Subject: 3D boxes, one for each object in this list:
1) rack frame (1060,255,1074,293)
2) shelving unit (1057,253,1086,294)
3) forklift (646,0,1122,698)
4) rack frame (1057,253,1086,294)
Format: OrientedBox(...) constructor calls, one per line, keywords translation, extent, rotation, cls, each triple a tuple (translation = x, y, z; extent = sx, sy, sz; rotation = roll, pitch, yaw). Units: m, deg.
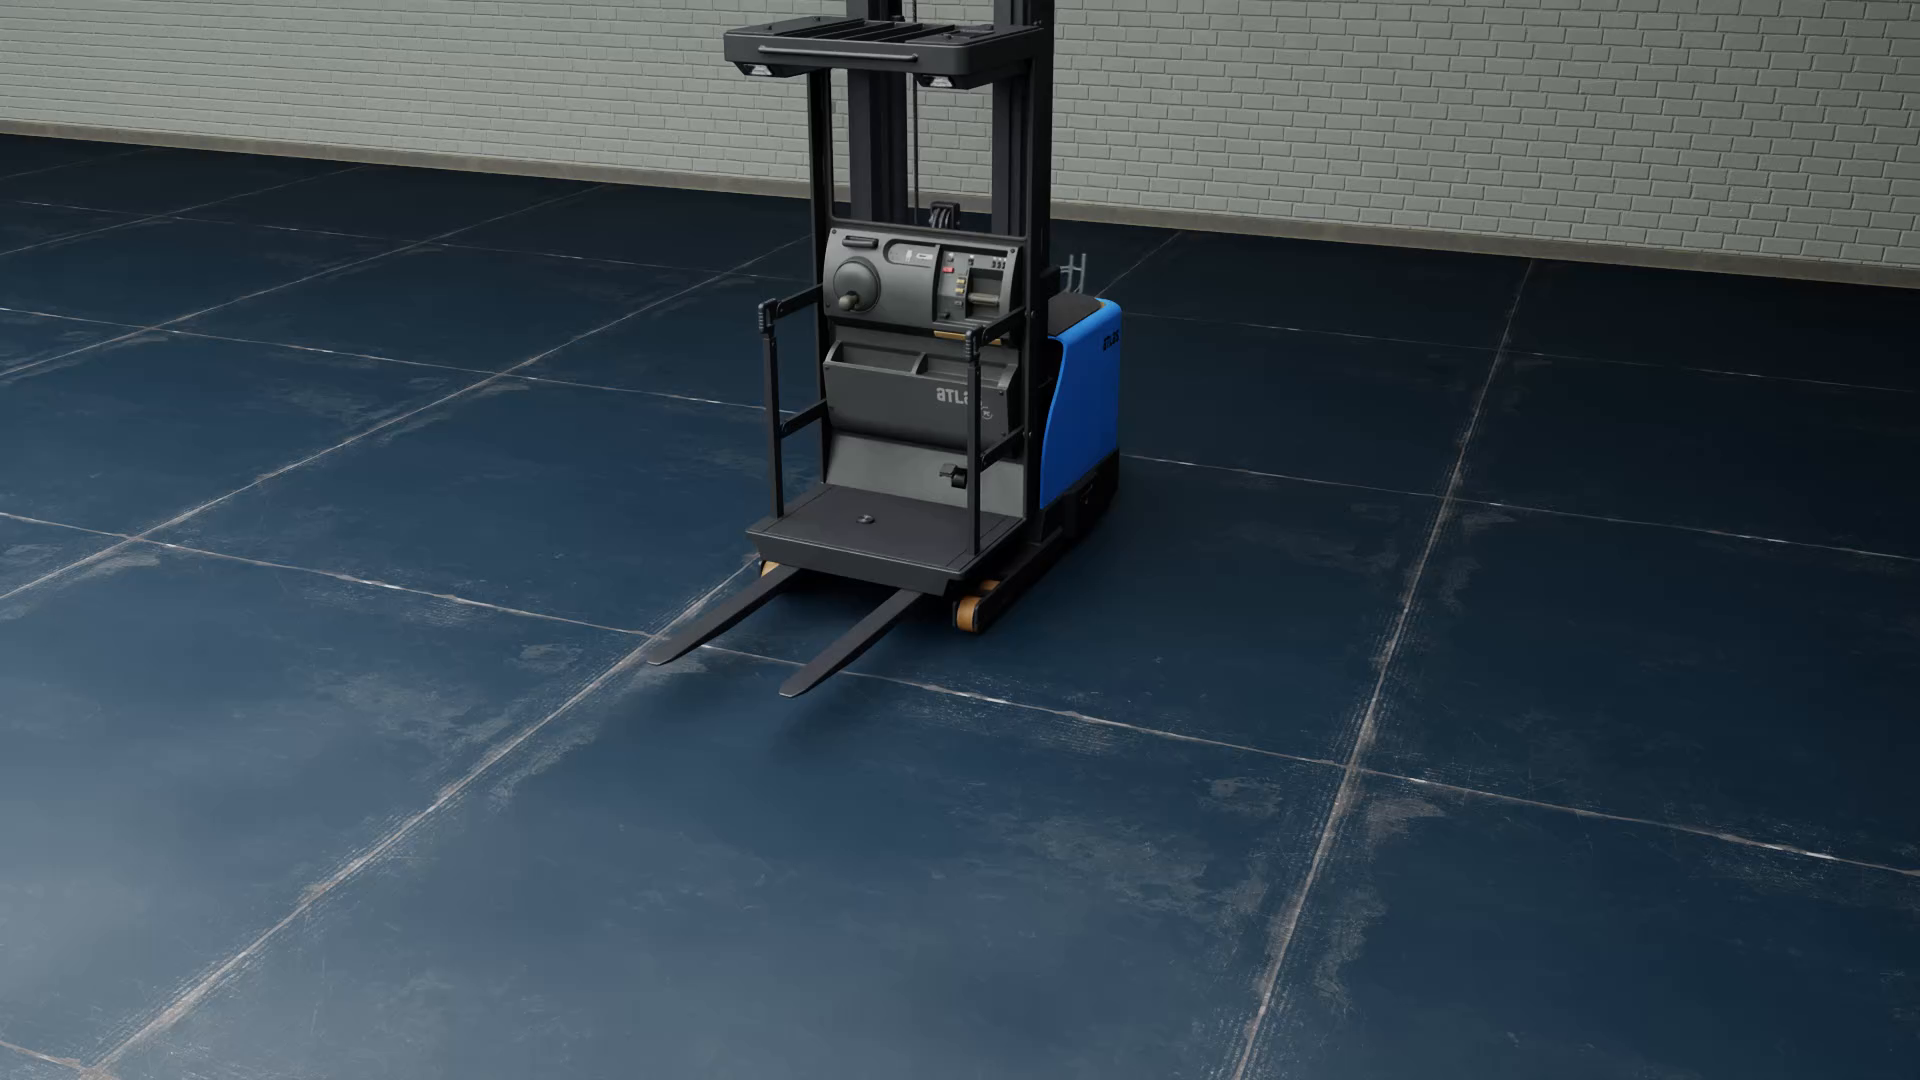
OrientedBox(translation=(0.442, -0.921, 8.839), extent=(0.240, 1.200, 0.006), rotation=(10, 15, 23), cls="rack frame")
OrientedBox(translation=(0.480, -0.939, 8.920), extent=(0.258, 1.200, 0.189), rotation=(10, 15, 23), cls="shelving unit")
OrientedBox(translation=(-0.272, -1.137, 7.168), extent=(1.130, 2.935, 3.031), rotation=(11, 25, 24), cls="forklift")
OrientedBox(translation=(0.519, -0.956, 9.001), extent=(0.240, 1.200, 0.006), rotation=(10, 15, 23), cls="rack frame")
